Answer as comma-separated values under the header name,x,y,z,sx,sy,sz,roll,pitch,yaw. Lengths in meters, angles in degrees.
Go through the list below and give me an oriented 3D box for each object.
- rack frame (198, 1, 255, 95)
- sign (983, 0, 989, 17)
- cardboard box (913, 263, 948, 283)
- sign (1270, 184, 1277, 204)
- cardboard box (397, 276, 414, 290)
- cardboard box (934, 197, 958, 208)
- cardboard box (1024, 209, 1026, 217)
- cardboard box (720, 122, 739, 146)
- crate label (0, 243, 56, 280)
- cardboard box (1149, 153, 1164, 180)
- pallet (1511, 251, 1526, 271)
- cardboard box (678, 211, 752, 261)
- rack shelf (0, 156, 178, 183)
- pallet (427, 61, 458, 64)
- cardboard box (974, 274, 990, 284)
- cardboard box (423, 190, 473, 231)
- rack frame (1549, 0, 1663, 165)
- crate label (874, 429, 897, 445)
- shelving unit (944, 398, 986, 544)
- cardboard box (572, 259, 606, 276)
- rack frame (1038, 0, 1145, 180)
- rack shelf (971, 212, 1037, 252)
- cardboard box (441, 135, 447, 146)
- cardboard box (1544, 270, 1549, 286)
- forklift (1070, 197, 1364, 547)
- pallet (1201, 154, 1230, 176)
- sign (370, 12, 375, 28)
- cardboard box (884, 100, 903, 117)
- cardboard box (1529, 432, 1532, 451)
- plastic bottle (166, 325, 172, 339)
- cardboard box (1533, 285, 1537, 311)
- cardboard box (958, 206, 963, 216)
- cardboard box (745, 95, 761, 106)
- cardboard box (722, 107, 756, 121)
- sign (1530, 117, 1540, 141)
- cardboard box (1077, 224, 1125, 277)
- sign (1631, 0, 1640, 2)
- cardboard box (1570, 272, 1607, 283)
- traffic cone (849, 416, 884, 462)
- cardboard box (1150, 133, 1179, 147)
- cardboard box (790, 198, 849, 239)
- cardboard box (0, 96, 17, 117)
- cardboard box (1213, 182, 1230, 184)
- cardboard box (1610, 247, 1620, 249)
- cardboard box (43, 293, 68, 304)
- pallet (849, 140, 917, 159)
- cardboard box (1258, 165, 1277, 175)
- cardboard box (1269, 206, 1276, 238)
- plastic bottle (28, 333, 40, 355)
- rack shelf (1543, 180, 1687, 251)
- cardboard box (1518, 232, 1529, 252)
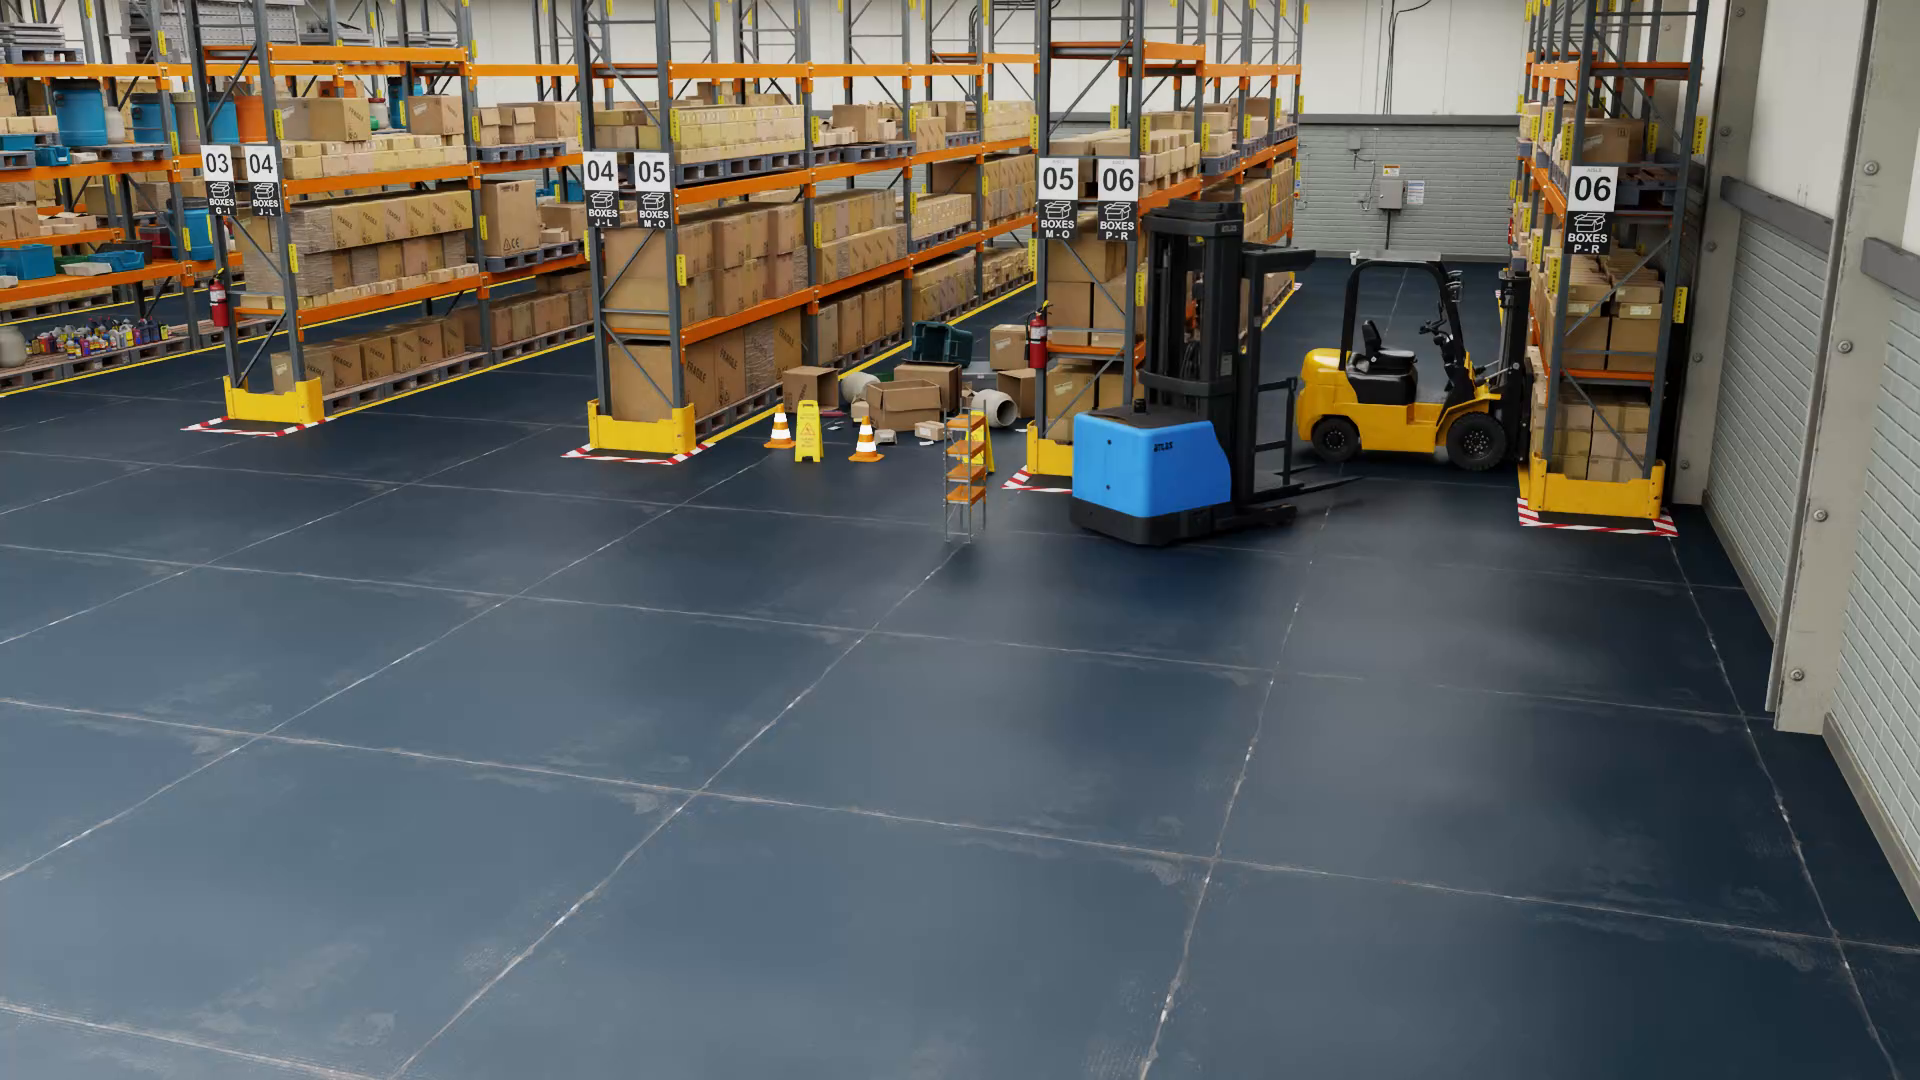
name,x,y,z,sx,sy,sz,roll,pitch,yaw
rack frame,-14.321,-9.679,32.464,1.000,3.000,0.127,5,16,16
sign,0.436,-8.983,28.007,0.100,0.325,0.005,5,16,16
cardboard box,-0.509,-4.349,27.104,0.500,0.250,0.500,5,17,16
sign,5.200,-5.735,27.575,0.100,0.325,0.005,5,16,16
cardboard box,-7.318,-3.340,21.568,0.380,0.149,0.250,5,16,16
cardboard box,-0.250,-5.654,27.865,0.380,0.149,0.250,5,16,16
cardboard box,1.054,-6.302,32.013,0.380,0.149,0.250,4,16,15
cardboard box,-2.839,-4.609,18.862,0.500,0.250,0.500,4,16,15
crate label,-12.720,-3.788,22.623,0.502,0.435,0.616,5,16,16
cardboard box,1.817,-3.872,17.216,0.500,0.250,0.500,4,16,15
pallet,8.426,-3.916,23.489,1.213,0.211,1.003,5,16,16
cardboard box,-2.982,-3.595,19.753,0.875,0.550,0.500,5,16,16
rack shelf,-12.415,-4.889,22.390,1.077,0.370,4.000,5,16,16
pallet,-9.779,-8.792,30.415,1.003,0.211,1.213,5,16,16
cardboard box,0.312,-4.657,29.659,0.380,0.149,0.250,5,17,18
cardboard box,-6.962,-4.464,22.511,0.500,0.500,0.500,5,16,16
rack frame,7.163,-5.665,18.310,1.000,3.000,0.127,5,16,16
crate label,-0.845,-1.159,18.665,0.250,0.136,0.298,-4,16,-13
shelving unit,0.047,-0.621,14.818,0.258,1.200,0.503,5,16,16
cardboard box,-5.745,-4.336,27.745,1.225,0.875,0.875,4,16,13
rack frame,1.267,-5.002,15.974,1.000,3.000,0.127,5,16,16
rack shelf,0.471,-5.790,31.064,1.077,0.370,4.000,5,16,16
cardboard box,-7.077,-5.323,22.148,0.380,0.149,0.250,5,17,16
cardboard box,6.484,-2.810,17.868,0.380,0.149,0.250,4,16,15
forklift,2.502,-1.643,15.252,3.031,2.935,1.130,-11,19,-34
pallet,2.681,-4.669,20.639,1.213,0.211,1.003,5,16,16
sign,-12.658,-11.203,35.834,0.100,0.325,0.005,5,16,16
cardboard box,-1.023,-6.890,26.541,0.396,0.266,0.258,5,16,16
cardboard box,6.159,-1.018,17.192,0.500,0.250,0.500,5,17,16
plastic bottle,-11.651,-3.061,24.448,0.097,0.201,0.097,0,16,0
cardboard box,7.056,-2.859,19.685,0.500,0.250,0.500,5,17,17
cardboard box,-0.169,-5.584,28.165,0.380,0.149,0.250,5,17,18
cardboard box,-4.218,-8.241,31.753,0.700,0.500,0.500,5,17,18
cardboard box,-2.601,-4.958,19.362,0.380,0.149,0.250,5,17,17
sign,7.781,-5.559,22.488,0.100,0.325,0.005,5,16,16
cardboard box,1.354,-3.071,17.598,0.700,0.500,0.500,5,17,16
sign,8.833,-7.195,21.702,0.100,0.325,0.005,5,16,16
cardboard box,6.157,-2.542,16.378,0.380,0.149,0.250,5,17,16
traffic cone,-1.009,-1.105,17.878,0.336,0.463,0.334,5,16,16
cardboard box,2.218,-4.424,18.431,0.380,0.149,0.250,5,17,17
cardboard box,-1.948,-4.446,22.993,0.700,0.500,0.500,5,17,16
cardboard box,-19.427,-8.657,33.369,0.700,0.500,0.500,4,16,13
cardboard box,4.013,-5.426,26.445,0.500,0.500,0.500,4,16,14
cardboard box,7.815,-3.477,20.219,0.380,0.149,0.250,5,16,16
cardboard box,-15.663,-4.203,28.419,0.500,0.250,0.500,5,17,17
pallet,-1.367,-5.746,24.440,1.213,0.211,1.003,5,17,18
cardboard box,5.234,-6.358,28.543,0.380,0.149,0.250,5,16,15
cardboard box,5.061,-5.406,28.209,0.500,0.500,0.500,5,17,18
plastic bottle,-12.866,-2.720,23.093,0.061,0.283,0.133,5,17,17
rack shelf,6.595,-3.352,16.973,1.077,0.370,4.000,5,16,16
cardboard box,8.290,-4.256,23.843,0.500,0.250,0.500,4,16,13
